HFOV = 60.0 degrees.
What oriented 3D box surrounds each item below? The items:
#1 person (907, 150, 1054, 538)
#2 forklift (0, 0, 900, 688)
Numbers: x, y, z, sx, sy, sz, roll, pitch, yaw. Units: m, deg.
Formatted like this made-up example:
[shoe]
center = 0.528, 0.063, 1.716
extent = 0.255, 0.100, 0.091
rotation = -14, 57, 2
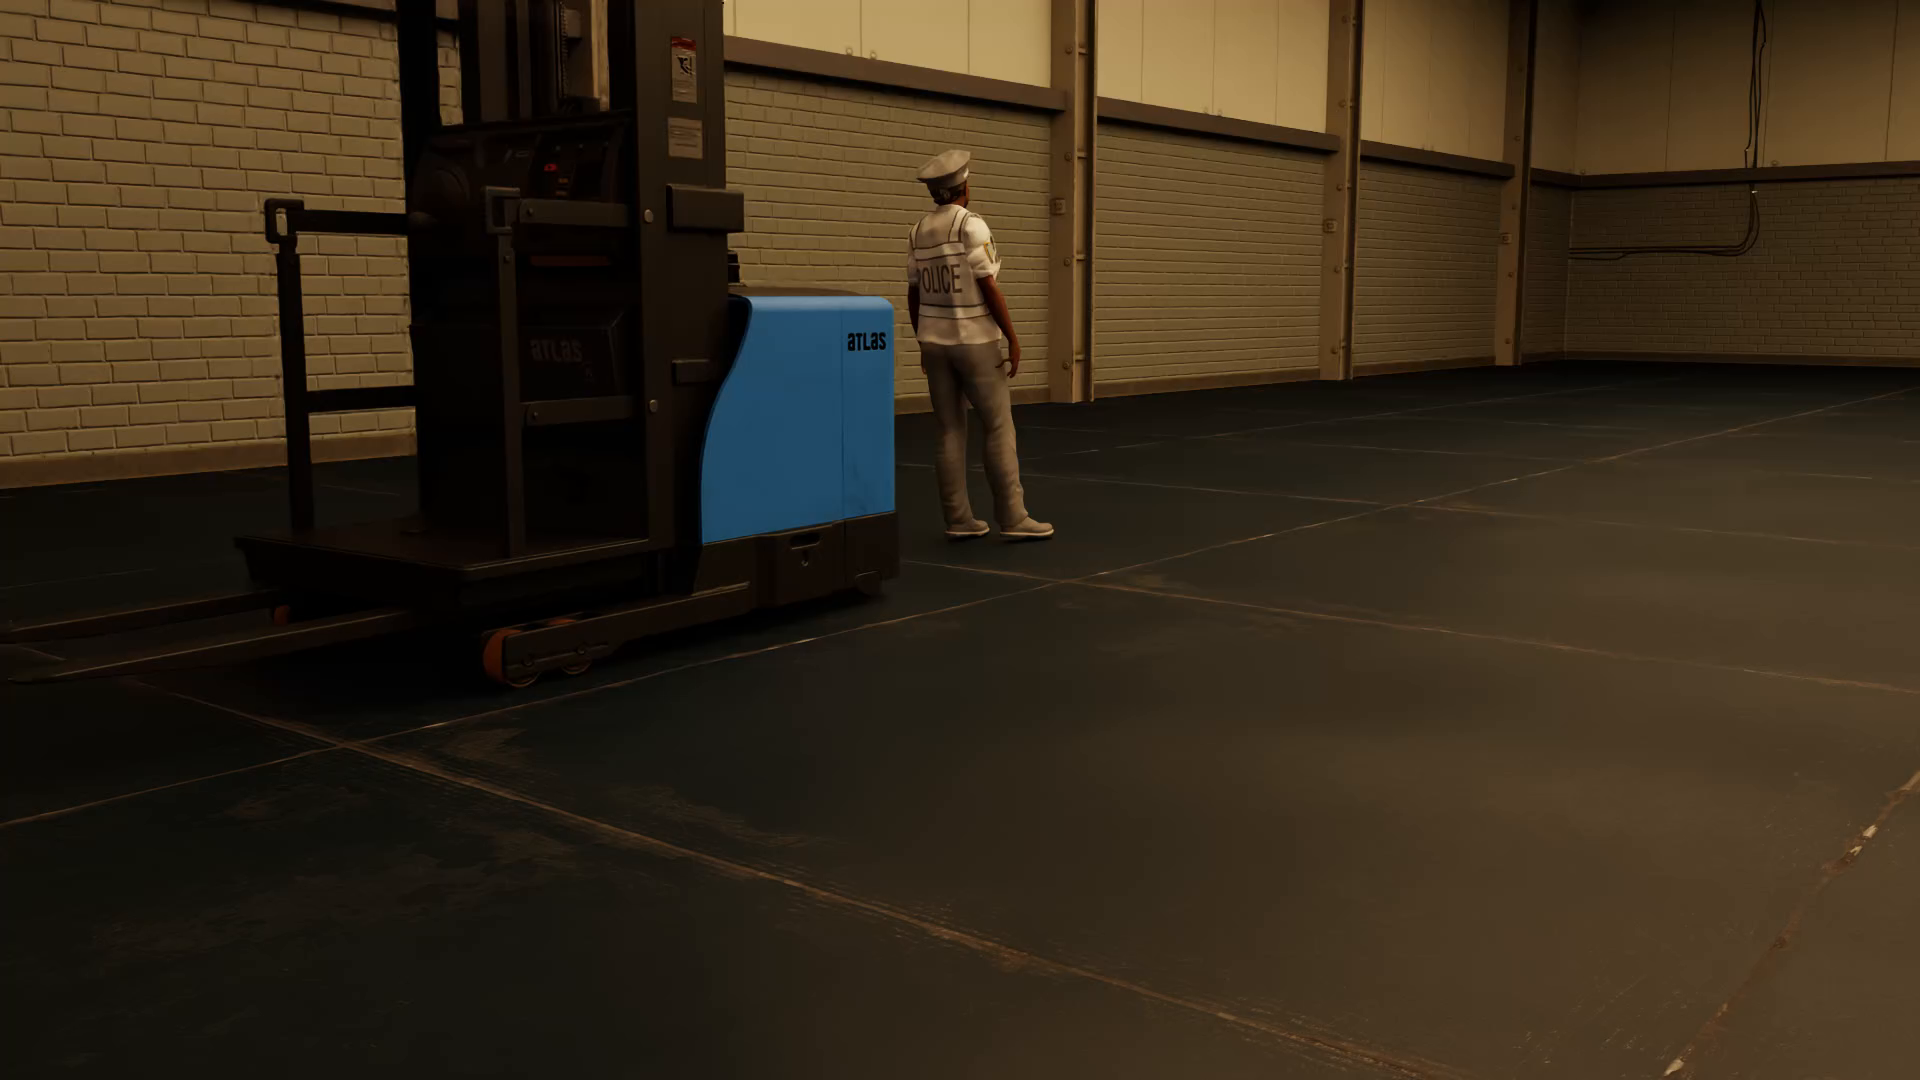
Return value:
[person]
center = 0.062, -0.853, 7.327
extent = 0.570, 1.697, 0.528
rotation = 7, 11, 38
[forklift]
center = -1.482, -1.119, 4.930
extent = 1.130, 2.935, 3.031
rotation = 6, 10, 35
